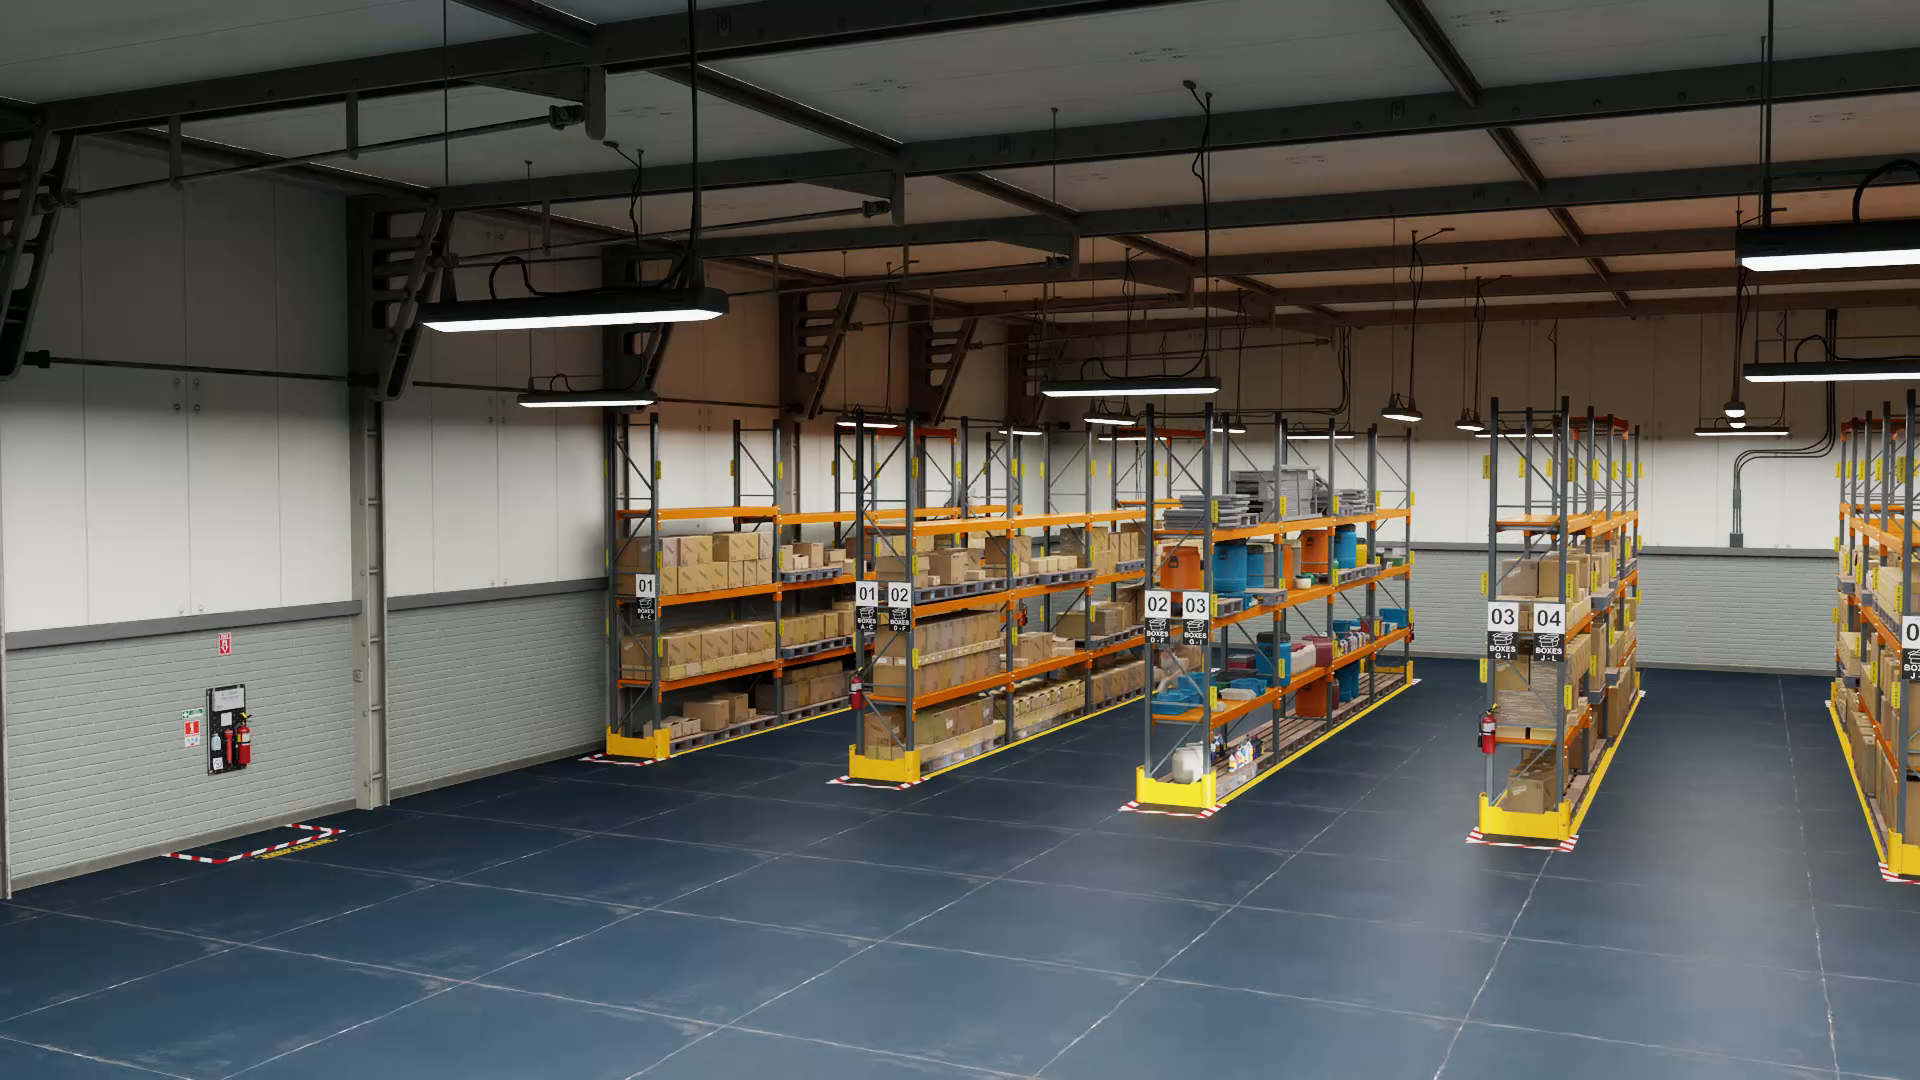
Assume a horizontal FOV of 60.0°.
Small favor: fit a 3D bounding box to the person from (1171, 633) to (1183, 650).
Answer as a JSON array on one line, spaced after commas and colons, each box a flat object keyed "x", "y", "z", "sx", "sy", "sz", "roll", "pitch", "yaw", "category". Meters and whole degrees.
[{"x": 5.744, "y": 2.351, "z": 42.586, "sx": 0.644, "sy": 1.682, "sz": 0.934, "roll": -2, "pitch": 3, "yaw": -40, "category": "person"}]

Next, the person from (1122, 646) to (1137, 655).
[{"x": 4.627, "y": 2.364, "z": 44.054, "sx": 0.687, "sy": 1.584, "sz": 0.839, "roll": -2, "pitch": 3, "yaw": -38, "category": "person"}]

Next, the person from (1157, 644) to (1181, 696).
[{"x": 4.319, "y": 2.816, "z": 33.515, "sx": 0.571, "sy": 1.503, "sz": 1.041, "roll": 2, "pitch": 3, "yaw": 39, "category": "person"}]
